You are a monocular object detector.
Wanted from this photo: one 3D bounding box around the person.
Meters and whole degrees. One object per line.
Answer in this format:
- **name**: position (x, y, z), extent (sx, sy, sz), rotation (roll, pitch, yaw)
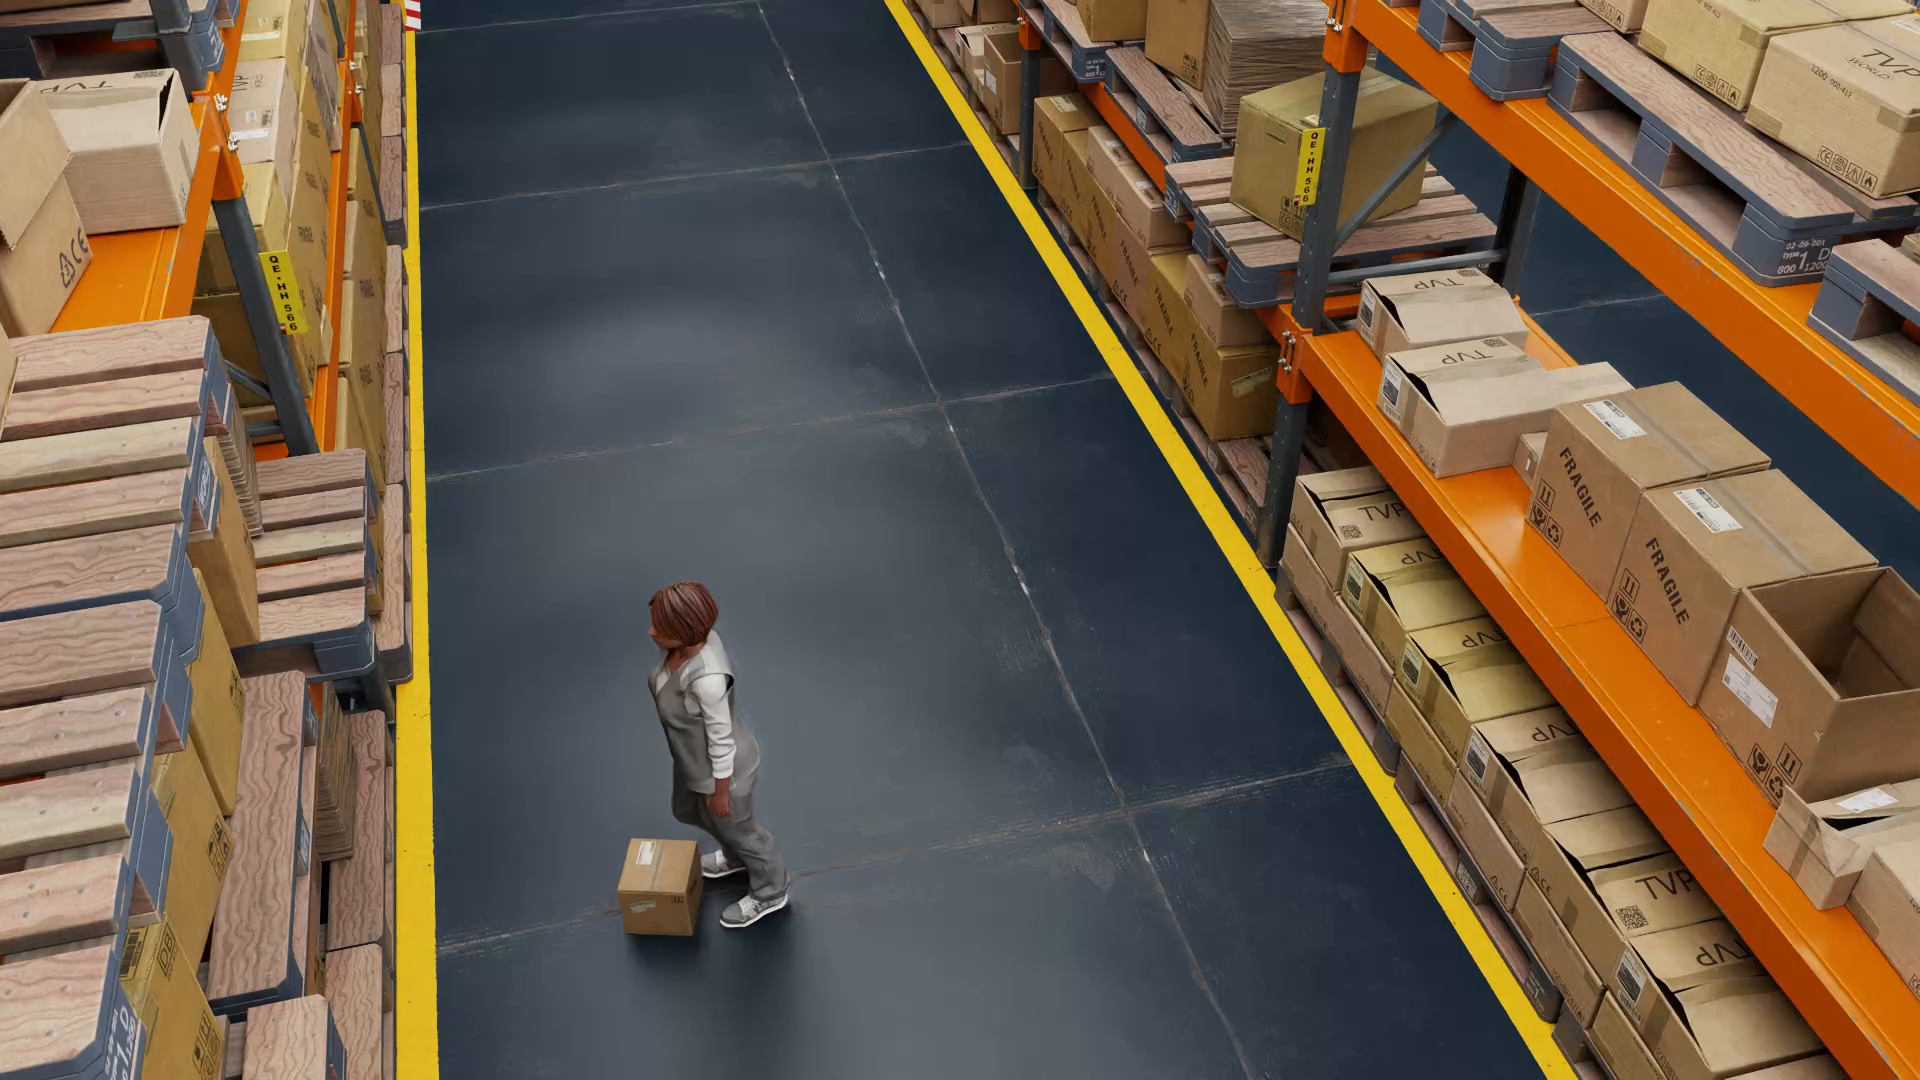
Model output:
- **person**: position (-0.834, 0.753, 5.771), extent (0.392, 1.597, 0.438), rotation (-16, 41, -19)
